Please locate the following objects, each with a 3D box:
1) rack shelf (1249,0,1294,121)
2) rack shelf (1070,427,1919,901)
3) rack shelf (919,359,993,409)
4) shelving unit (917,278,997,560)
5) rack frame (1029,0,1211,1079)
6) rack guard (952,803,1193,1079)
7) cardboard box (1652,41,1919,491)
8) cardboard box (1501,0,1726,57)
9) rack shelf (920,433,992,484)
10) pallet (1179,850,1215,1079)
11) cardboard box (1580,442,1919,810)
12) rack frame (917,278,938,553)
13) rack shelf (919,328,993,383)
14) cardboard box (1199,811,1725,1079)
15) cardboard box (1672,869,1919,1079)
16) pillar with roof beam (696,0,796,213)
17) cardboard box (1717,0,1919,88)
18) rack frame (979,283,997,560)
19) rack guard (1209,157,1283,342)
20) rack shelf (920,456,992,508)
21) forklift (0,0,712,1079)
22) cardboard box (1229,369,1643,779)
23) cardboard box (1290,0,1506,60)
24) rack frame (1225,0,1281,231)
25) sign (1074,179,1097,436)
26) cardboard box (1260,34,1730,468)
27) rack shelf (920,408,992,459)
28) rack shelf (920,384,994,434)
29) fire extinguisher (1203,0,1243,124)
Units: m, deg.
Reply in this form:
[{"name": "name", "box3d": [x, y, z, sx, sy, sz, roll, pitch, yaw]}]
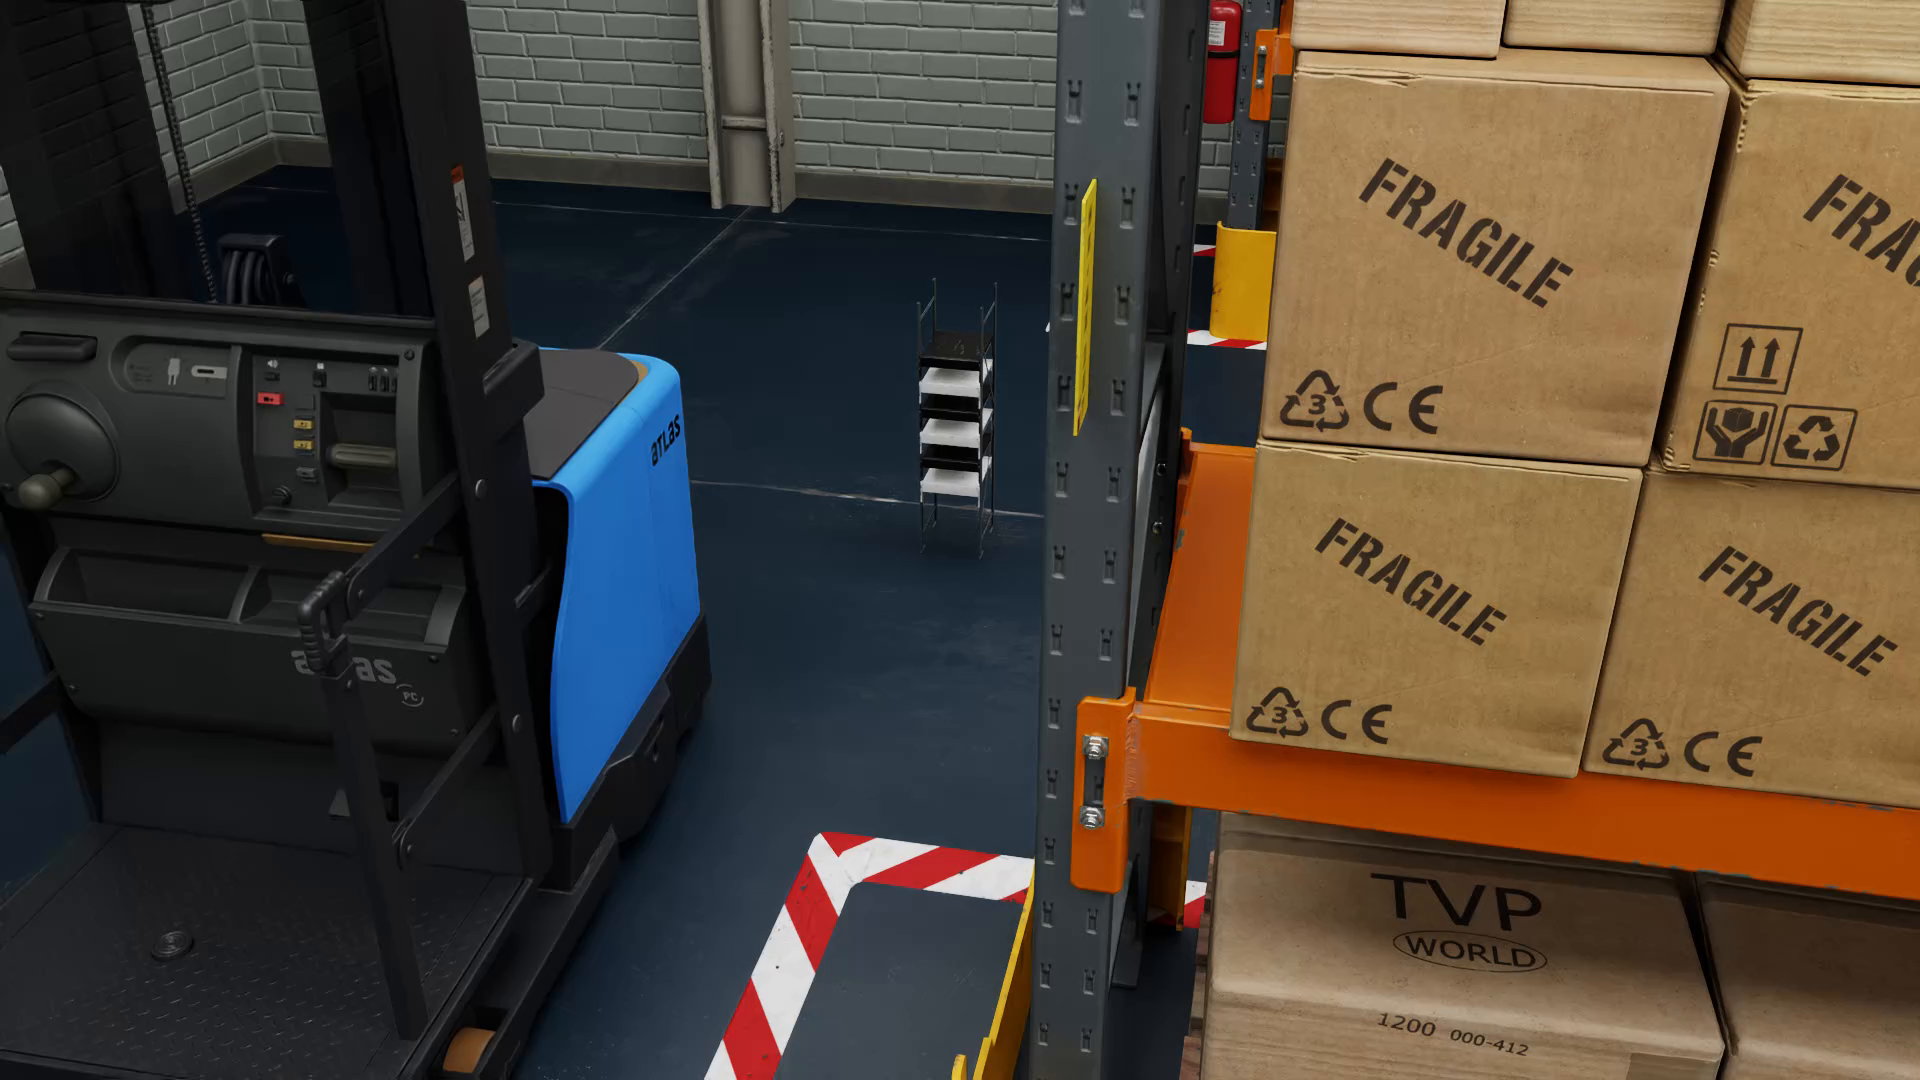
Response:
[{"name": "rack shelf", "box3d": [3.276, -1.965, 6.964, 4.000, 0.370, 1.077, 6, 29, 11]}, {"name": "rack shelf", "box3d": [2.243, 0.367, 2.706, 4.000, 0.370, 1.077, 6, 29, 11]}, {"name": "rack shelf", "box3d": [-0.008, -0.524, 5.465, 0.200, 0.077, 0.258, 6, 29, 11]}, {"name": "shelving unit", "box3d": [-0.008, -0.396, 5.535, 0.210, 0.900, 0.258, 6, 29, 11]}, {"name": "rack frame", "box3d": [0.287, -0.149, 2.899, 0.127, 3.000, 1.000, 6, 29, 11]}, {"name": "rack guard", "box3d": [0.263, 0.945, 3.504, 0.348, 0.500, 1.175, 6, 29, 11]}, {"name": "cardboard box", "box3d": [1.204, -0.401, 2.214, 0.500, 0.500, 0.500, 5, 29, 9]}, {"name": "cardboard box", "box3d": [0.847, -0.758, 2.190, 0.250, 0.149, 0.380, 7, 29, 12]}, {"name": "rack shelf", "box3d": [-0.008, -0.287, 5.595, 0.200, 0.077, 0.258, 6, 29, 11]}, {"name": "pallet", "box3d": [1.085, 1.117, 3.490, 1.213, 0.211, 1.003, 6, 29, 11]}, {"name": "cardboard box", "box3d": [1.197, 0.027, 2.472, 0.500, 0.500, 0.500, 5, 29, 10]}, {"name": "rack frame", "box3d": [-0.107, -0.406, 5.554, 0.006, 0.900, 0.240, 6, 29, 11]}, {"name": "rack shelf", "box3d": [-0.008, -0.603, 5.422, 0.200, 0.077, 0.258, 6, 29, 11]}, {"name": "cardboard box", "box3d": [0.953, 0.809, 3.379, 0.875, 0.438, 0.875, 5, 29, 9]}, {"name": "cardboard box", "box3d": [1.850, 0.897, 3.218, 0.875, 0.438, 0.875, 7, 29, 12]}, {"name": "pillar with roof beam", "box3d": [-2.028, -3.784, 3.292, 0.400, 9.000, 9.100, 6, 29, 11]}, {"name": "cardboard box", "box3d": [1.078, -0.678, 2.044, 0.250, 0.149, 0.380, 7, 29, 12]}, {"name": "rack frame", "box3d": [0.091, -0.385, 5.517, 0.006, 0.900, 0.240, 6, 29, 11]}, {"name": "rack guard", "box3d": [1.394, -1.377, 7.744, 0.348, 0.500, 1.175, 6, 29, 11]}, {"name": "rack shelf", "box3d": [-0.008, -0.208, 5.638, 0.200, 0.077, 0.258, 6, 29, 11]}, {"name": "forklift", "box3d": [-1.504, -0.180, 3.027, 1.130, 2.935, 3.031, 5, 29, 9]}, {"name": "cardboard box", "box3d": [0.696, -0.010, 2.541, 0.500, 0.500, 0.500, 6, 29, 10]}, {"name": "cardboard box", "box3d": [0.576, -0.751, 2.177, 0.250, 0.149, 0.380, 6, 29, 12]}, {"name": "rack frame", "box3d": [1.320, -2.481, 7.158, 0.127, 3.000, 1.000, 6, 29, 11]}, {"name": "sign", "box3d": [0.165, -0.304, 2.198, 0.005, 0.325, 0.100, 6, 29, 11]}, {"name": "cardboard box", "box3d": [0.697, -0.450, 2.303, 0.500, 0.500, 0.500, 5, 29, 9]}, {"name": "rack shelf", "box3d": [-0.008, -0.366, 5.551, 0.200, 0.077, 0.258, 6, 29, 11]}, {"name": "rack shelf", "box3d": [-0.008, -0.445, 5.508, 0.200, 0.077, 0.258, 6, 29, 11]}, {"name": "fire extinguisher", "box3d": [1.079, -2.081, 6.897, 0.183, 0.674, 0.296, 6, 29, 11]}]
